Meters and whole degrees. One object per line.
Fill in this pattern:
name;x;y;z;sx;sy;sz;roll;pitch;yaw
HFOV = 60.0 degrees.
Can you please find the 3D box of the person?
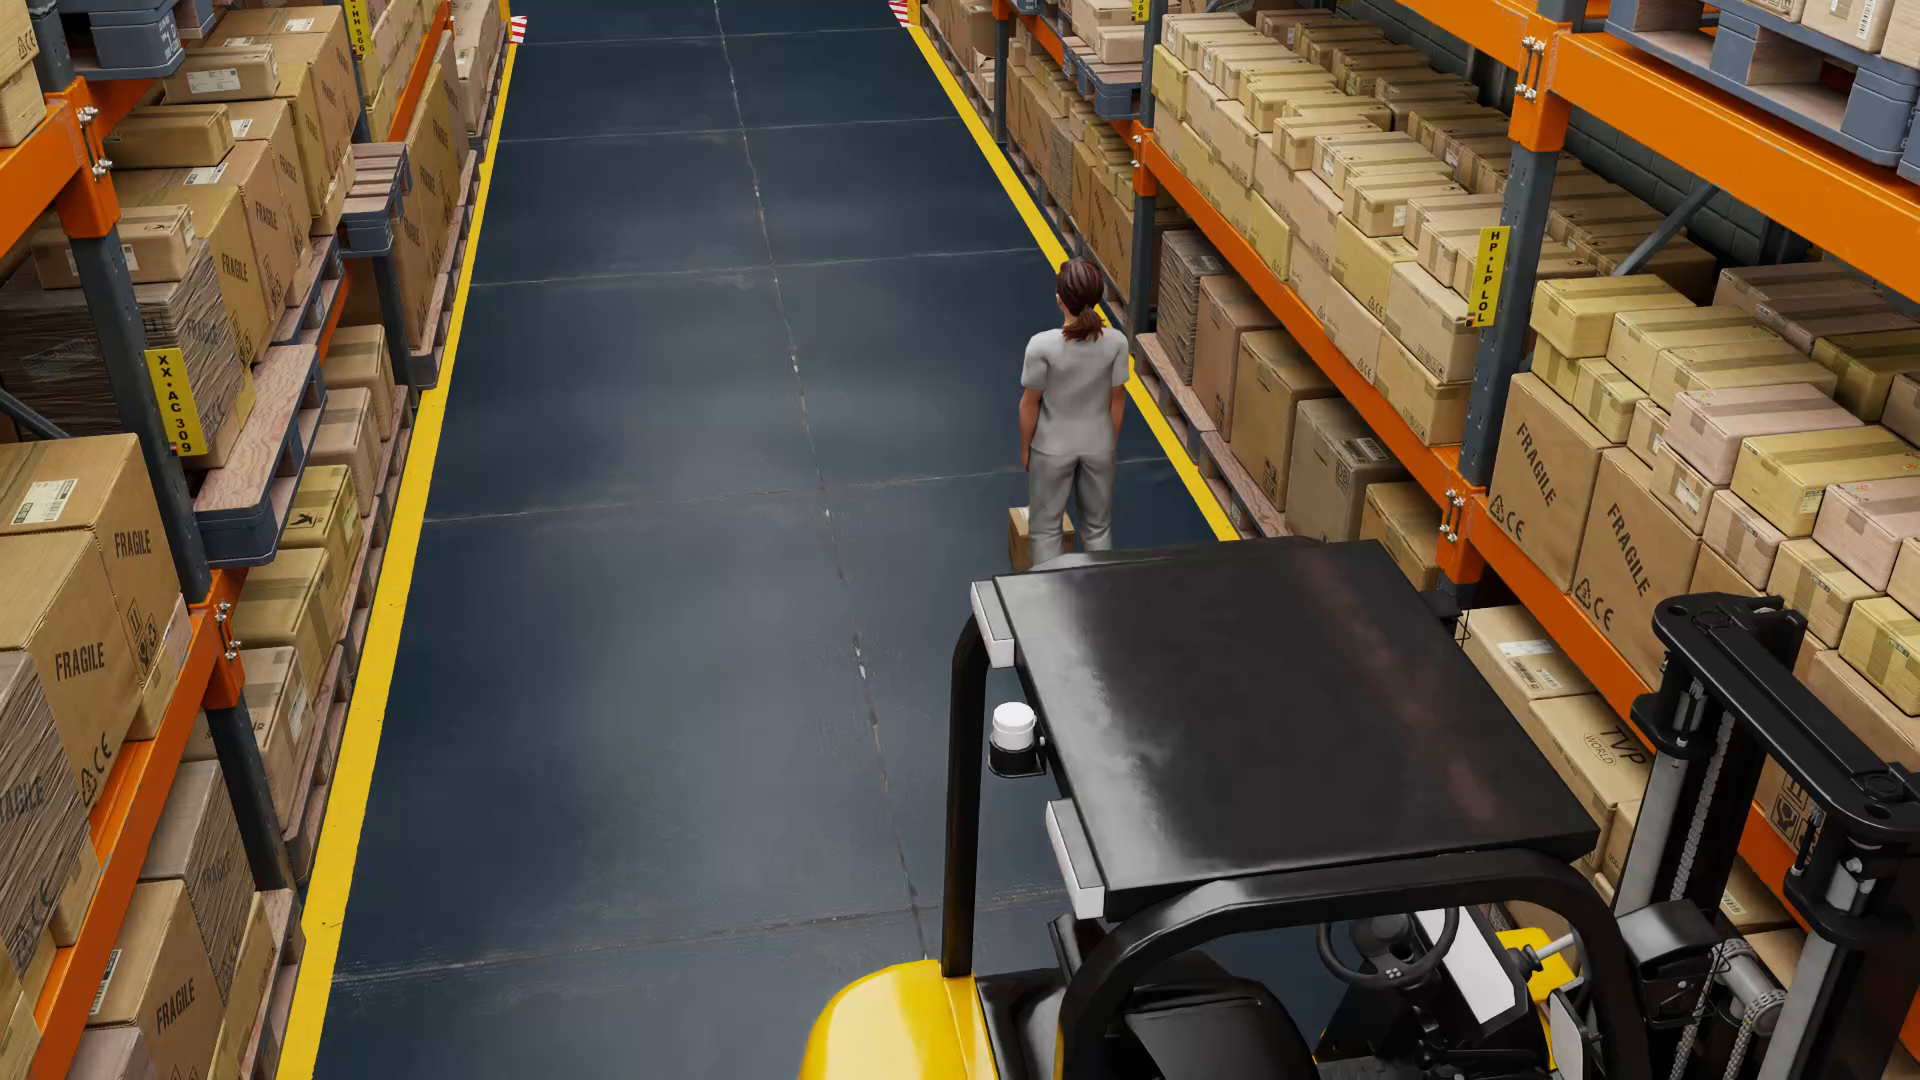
person;0.451;-0.349;6.728;0.437;1.670;0.365;-5;31;-8
